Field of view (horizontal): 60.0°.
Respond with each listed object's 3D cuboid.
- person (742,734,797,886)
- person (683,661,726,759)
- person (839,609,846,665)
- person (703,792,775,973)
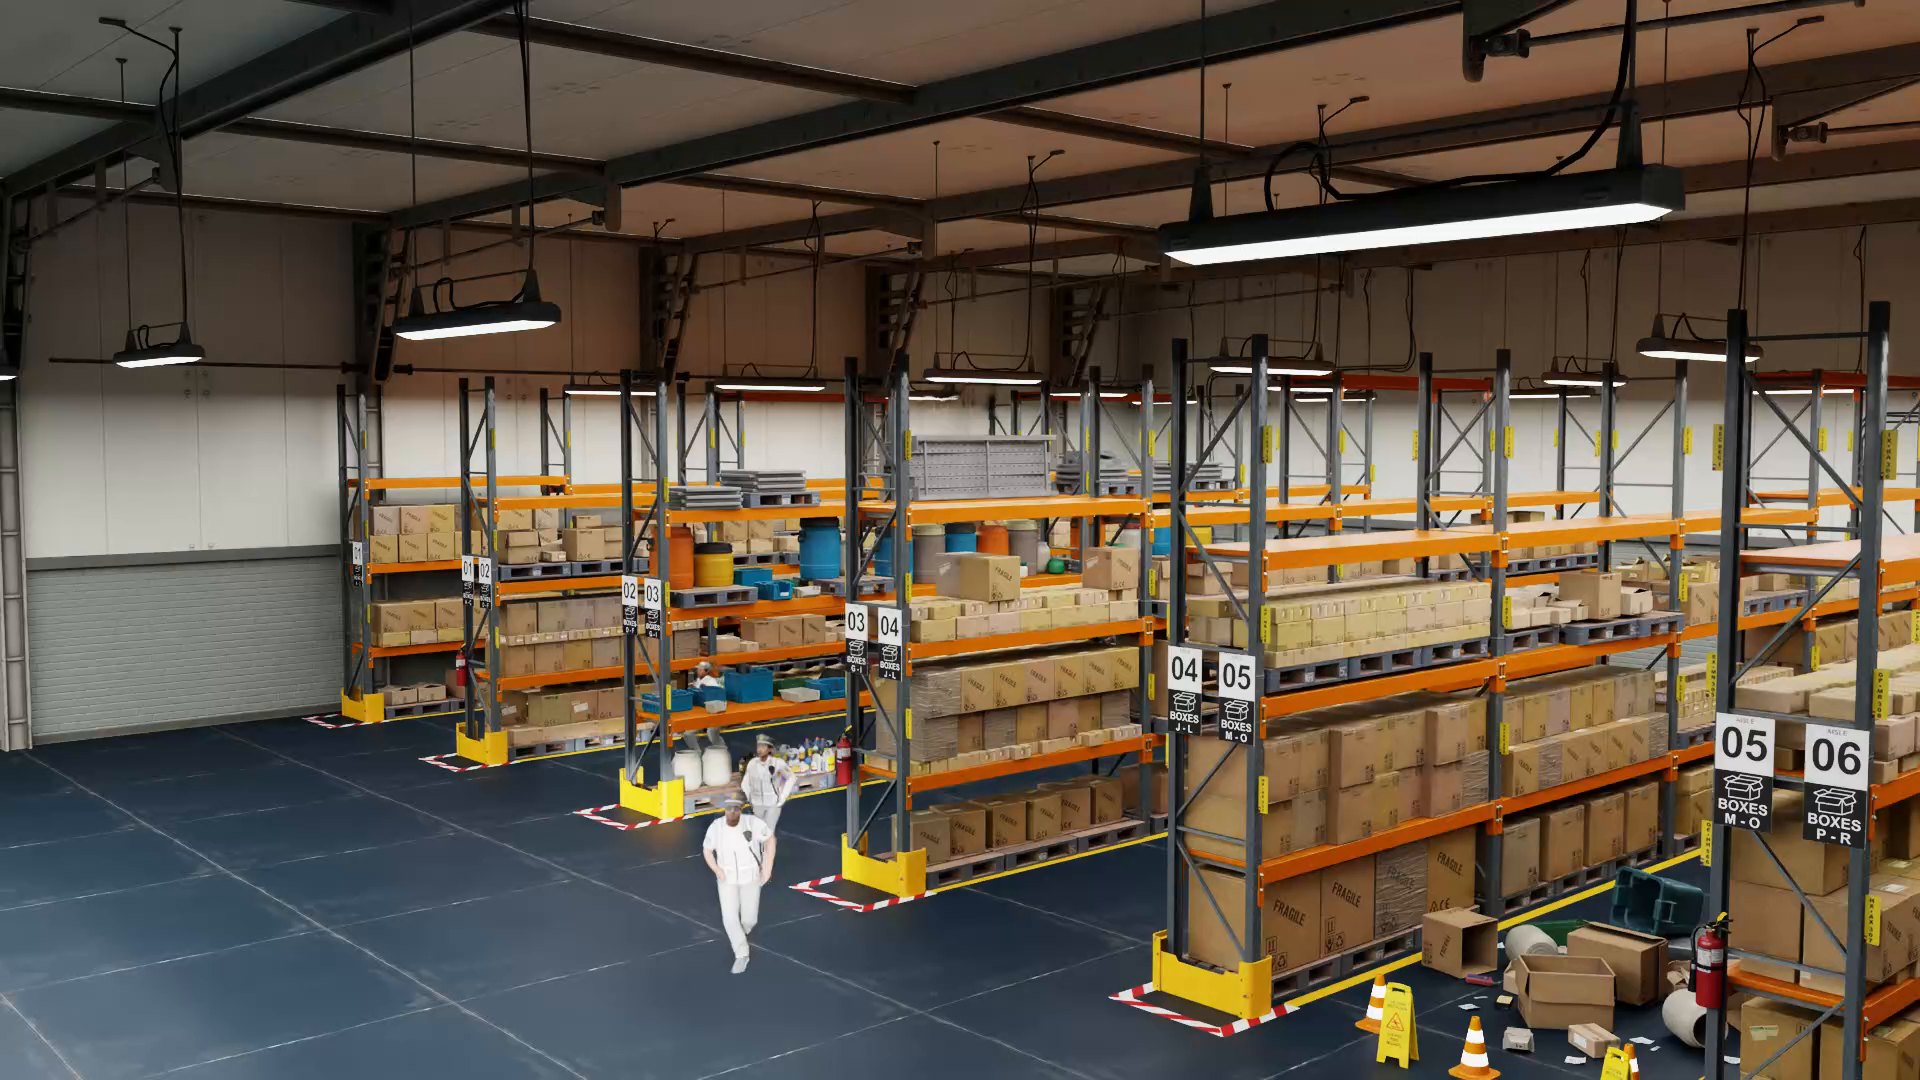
[{"bbox_3d":[-2.213,3.070,19.242,0.626,1.702,0.858,1,4,15],"label":"person"},{"bbox_3d":[-3.843,2.686,25.402,0.585,1.696,0.750,3,5,42],"label":"person"},{"bbox_3d":[-2.227,2.158,33.054,0.941,1.632,0.607,-3,5,-42],"label":"person"},{"bbox_3d":[-2.154,3.265,16.137,0.673,1.746,0.720,0,4,-4],"label":"person"}]
